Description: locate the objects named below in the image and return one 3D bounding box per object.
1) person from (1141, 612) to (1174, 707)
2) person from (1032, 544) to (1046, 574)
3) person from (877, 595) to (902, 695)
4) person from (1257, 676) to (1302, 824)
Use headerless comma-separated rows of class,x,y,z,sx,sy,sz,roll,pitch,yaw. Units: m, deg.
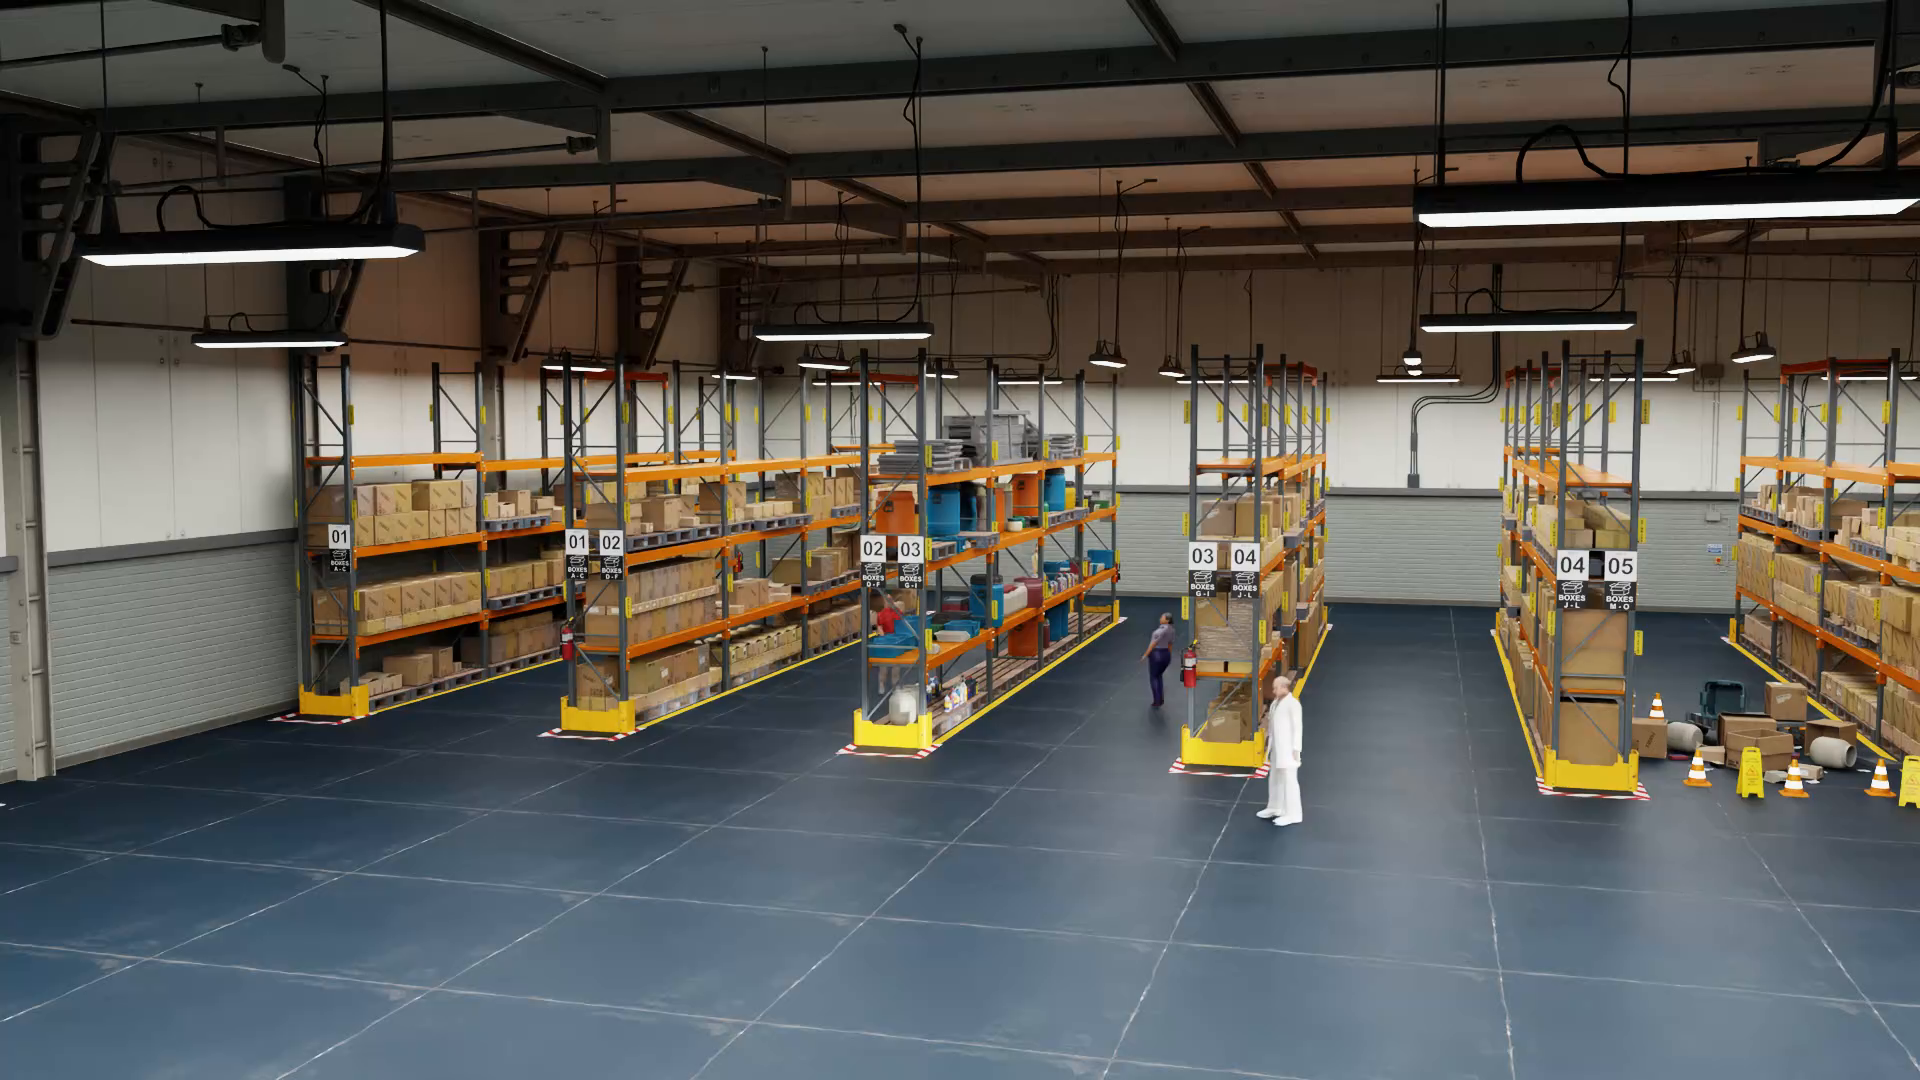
person,3.390,2.075,28.611,0.559,1.692,0.487,-3,6,-39
person,2.074,0.886,44.094,0.959,1.620,0.522,3,5,30
person,-1.212,1.891,30.008,0.607,1.779,0.451,-2,5,-23
person,3.932,2.568,20.511,0.434,1.778,0.637,-2,5,-20
